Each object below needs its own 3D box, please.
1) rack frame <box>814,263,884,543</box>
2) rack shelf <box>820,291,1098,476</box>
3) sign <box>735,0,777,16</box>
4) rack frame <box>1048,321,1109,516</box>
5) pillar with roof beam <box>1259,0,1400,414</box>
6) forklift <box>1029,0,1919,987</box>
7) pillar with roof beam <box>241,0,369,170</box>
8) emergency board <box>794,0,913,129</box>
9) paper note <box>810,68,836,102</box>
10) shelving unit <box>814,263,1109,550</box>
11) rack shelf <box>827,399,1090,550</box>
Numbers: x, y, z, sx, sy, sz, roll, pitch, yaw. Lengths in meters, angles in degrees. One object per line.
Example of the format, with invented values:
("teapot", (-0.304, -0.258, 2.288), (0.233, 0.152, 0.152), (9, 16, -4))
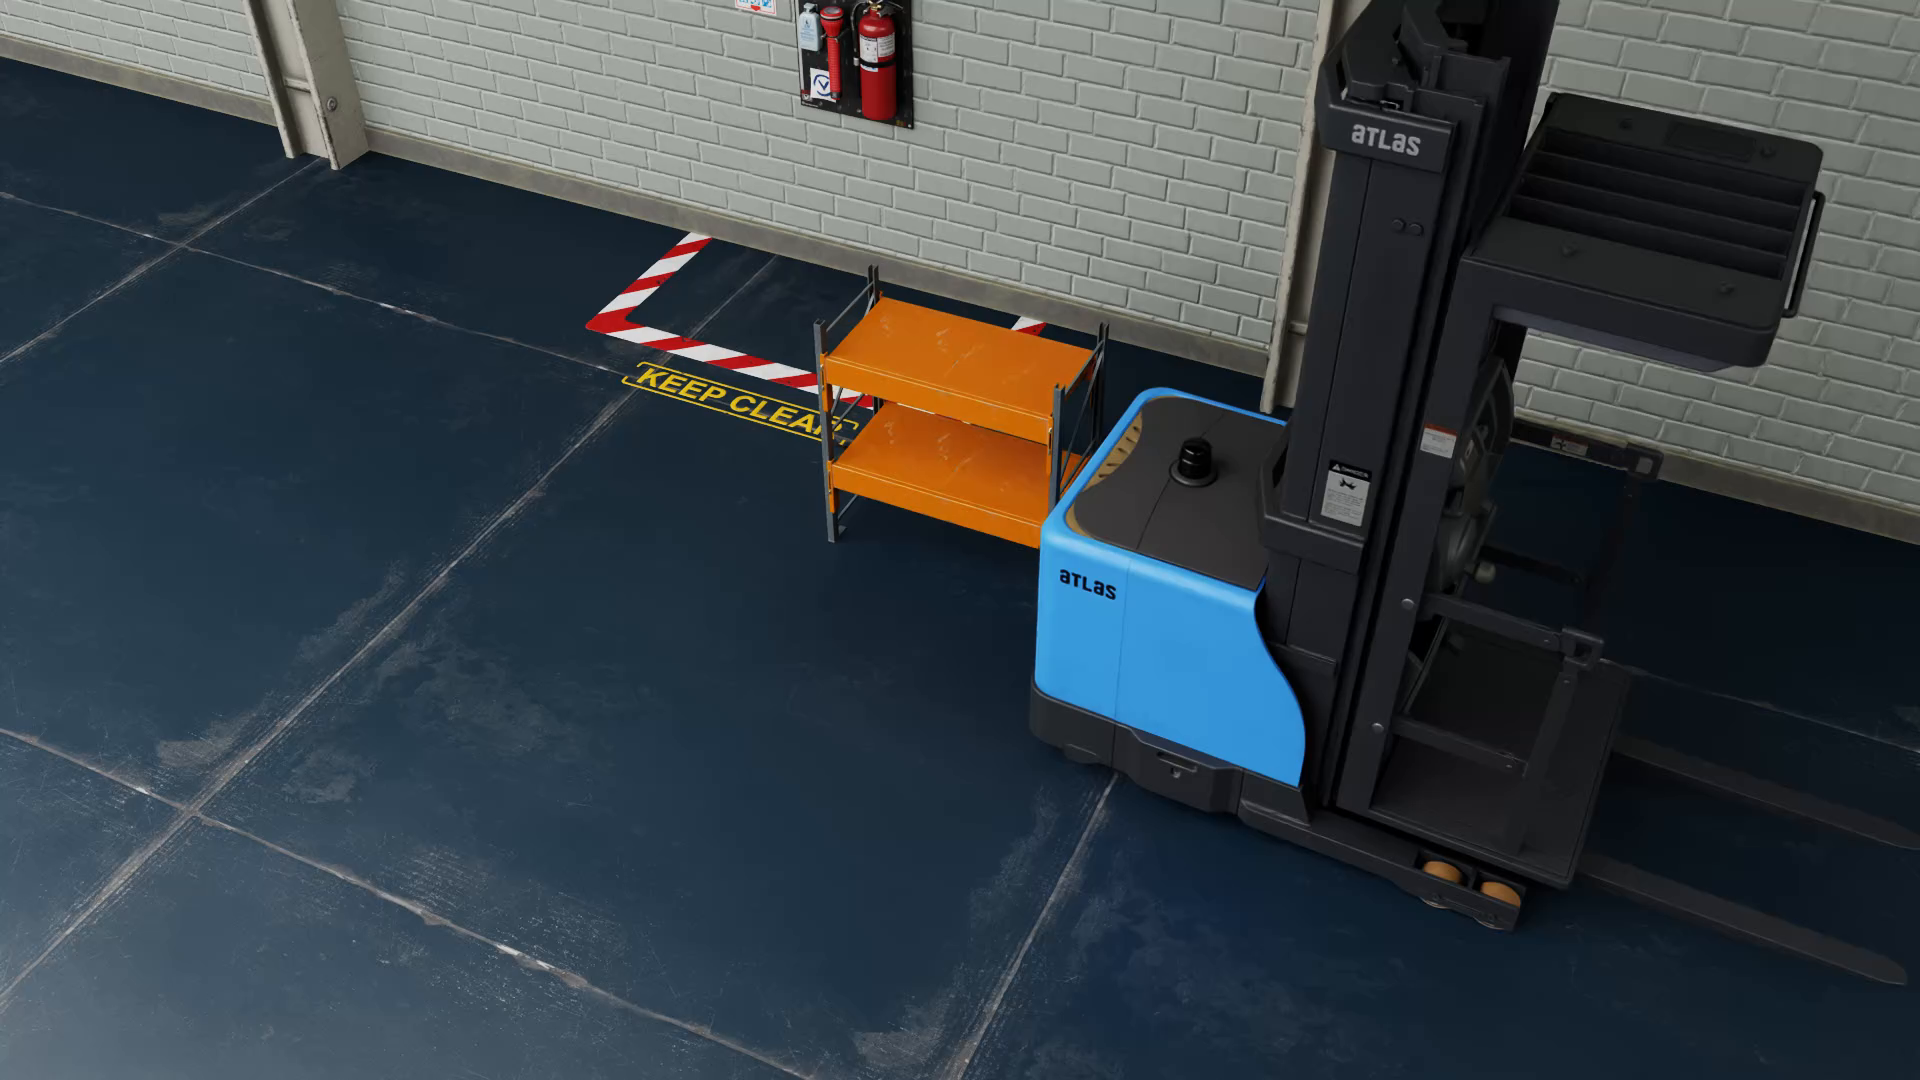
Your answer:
("rack frame", (-0.455, -0.564, 7.042), (0.032, 1.125, 0.500), (17, 44, 19))
("rack shelf", (0.006, -0.644, 6.688), (1.000, 0.278, 0.538), (17, 44, 19))
("sign", (-1.004, -2.722, 8.073), (0.234, 0.329, 0.001), (17, 44, 19))
("rack frame", (0.467, -0.282, 6.717), (0.032, 1.125, 0.500), (17, 44, 19))
("pillar with roof beam", (-0.143, -1.499, 2.109), (0.400, 9.000, 9.100), (17, 44, 19))
("forklift", (1.812, -0.173, 5.212), (3.031, 2.935, 1.130), (19, 44, 20))
("pillar with roof beam", (-5.581, -3.160, 4.026), (0.400, 9.000, 9.100), (17, 44, 19))
("emergency board", (-0.547, -2.494, 7.837), (0.643, 1.169, 0.194), (17, 44, 19))
("paper note", (-0.678, -2.251, 8.230), (0.142, 0.148, 0.016), (17, 44, 19))
("shelving unit", (0.006, -0.423, 6.879), (1.048, 1.125, 0.538), (17, 44, 19))
("rack shelf", (0.006, -0.238, 7.040), (1.000, 0.278, 0.538), (17, 44, 19))
